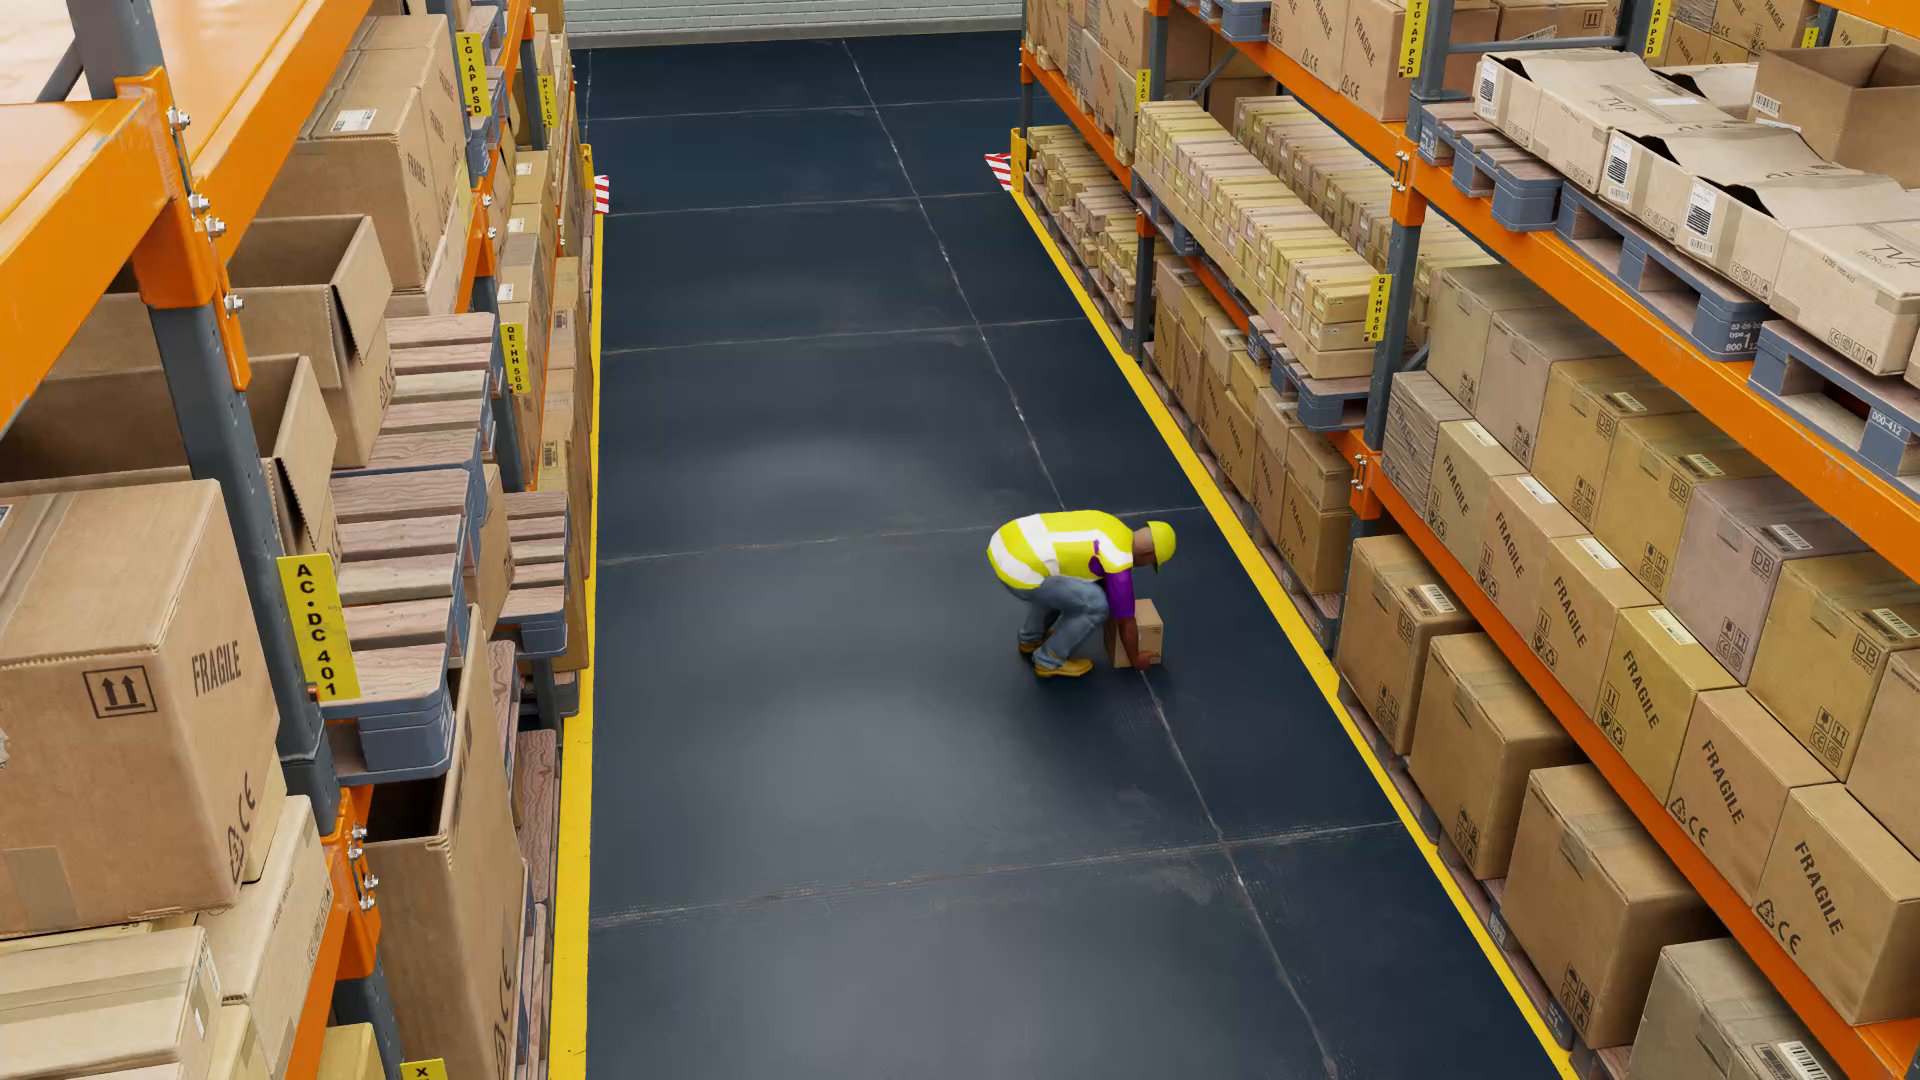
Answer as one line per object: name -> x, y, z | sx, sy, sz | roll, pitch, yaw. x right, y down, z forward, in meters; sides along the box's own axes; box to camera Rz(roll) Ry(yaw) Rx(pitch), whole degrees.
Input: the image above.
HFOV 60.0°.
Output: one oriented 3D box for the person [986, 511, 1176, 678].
person -> 0.631, 0.252, 8.598 | 0.980, 0.876, 0.508 | -6, 31, -11
